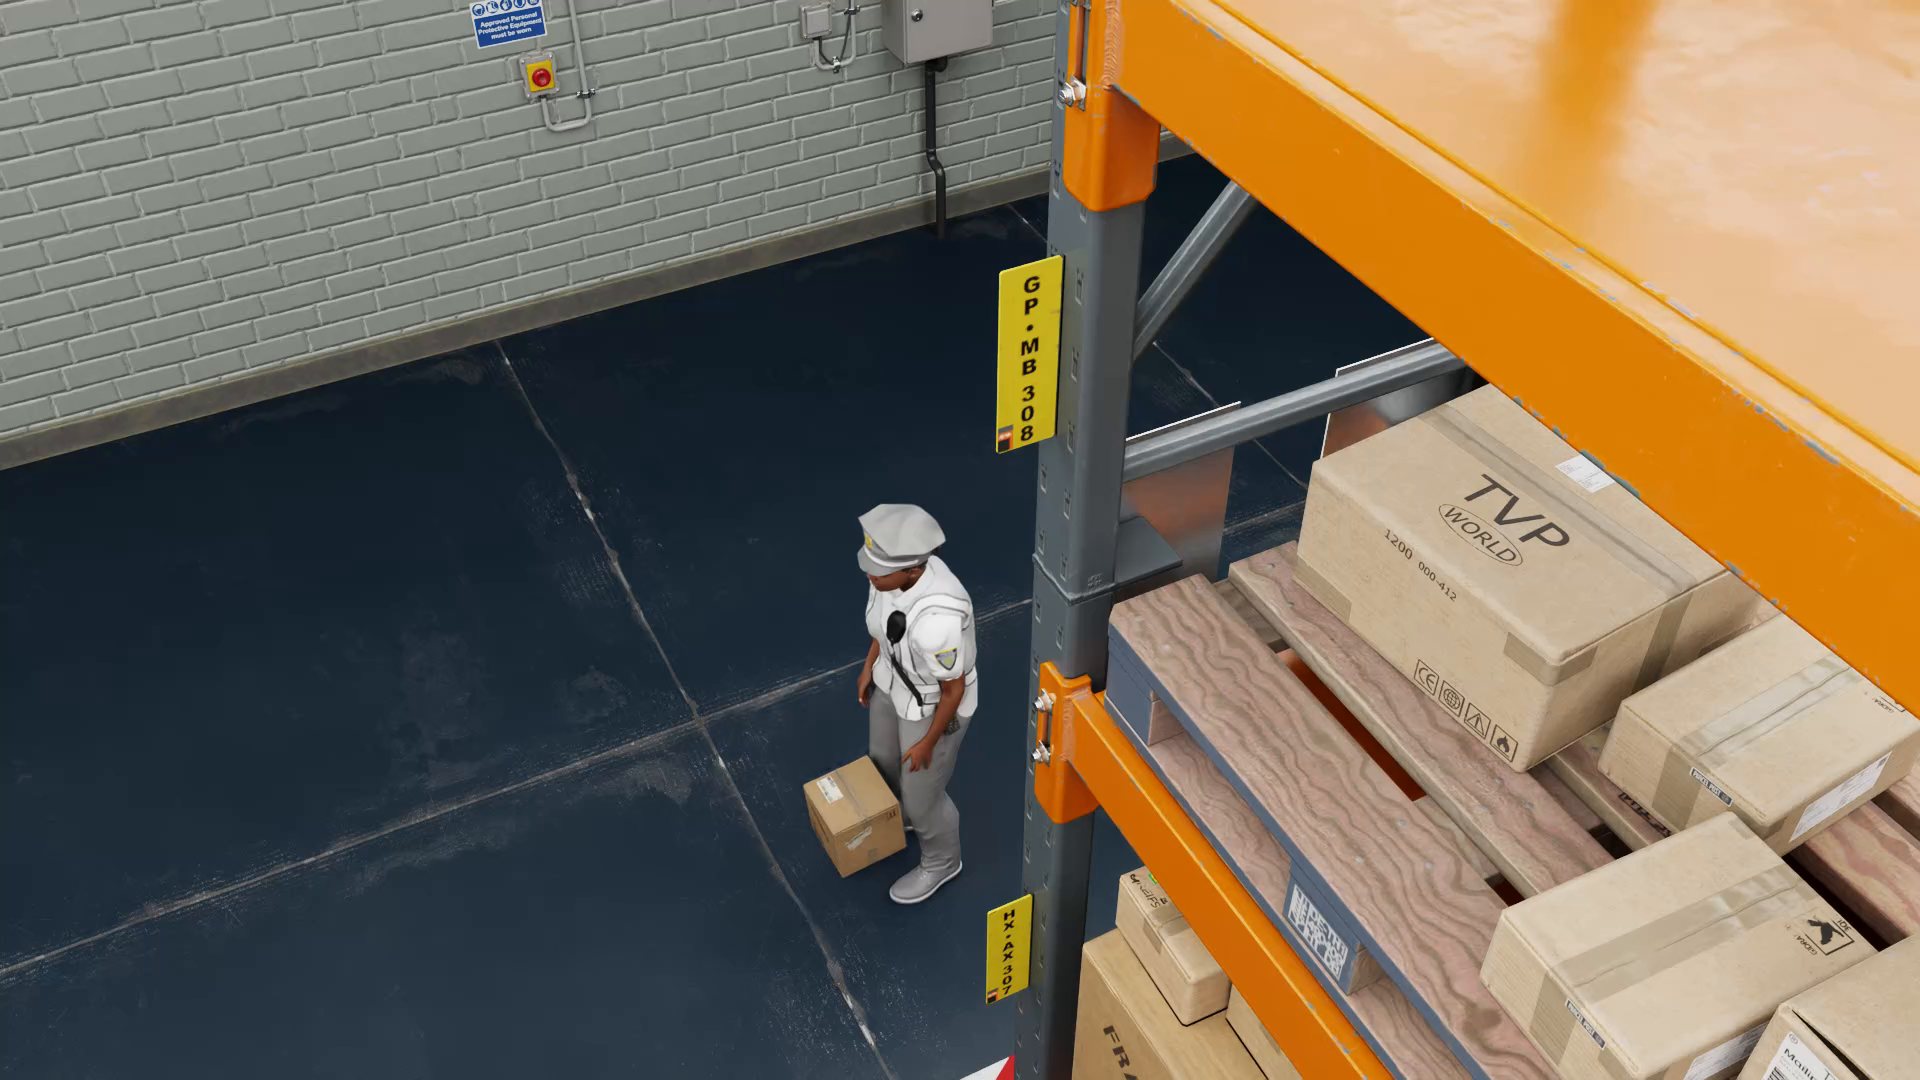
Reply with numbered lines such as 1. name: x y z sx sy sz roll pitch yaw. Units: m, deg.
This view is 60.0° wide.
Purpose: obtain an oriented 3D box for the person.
1. person: -0.151 0.534 5.549 0.371 1.667 0.497 -20 45 -21
